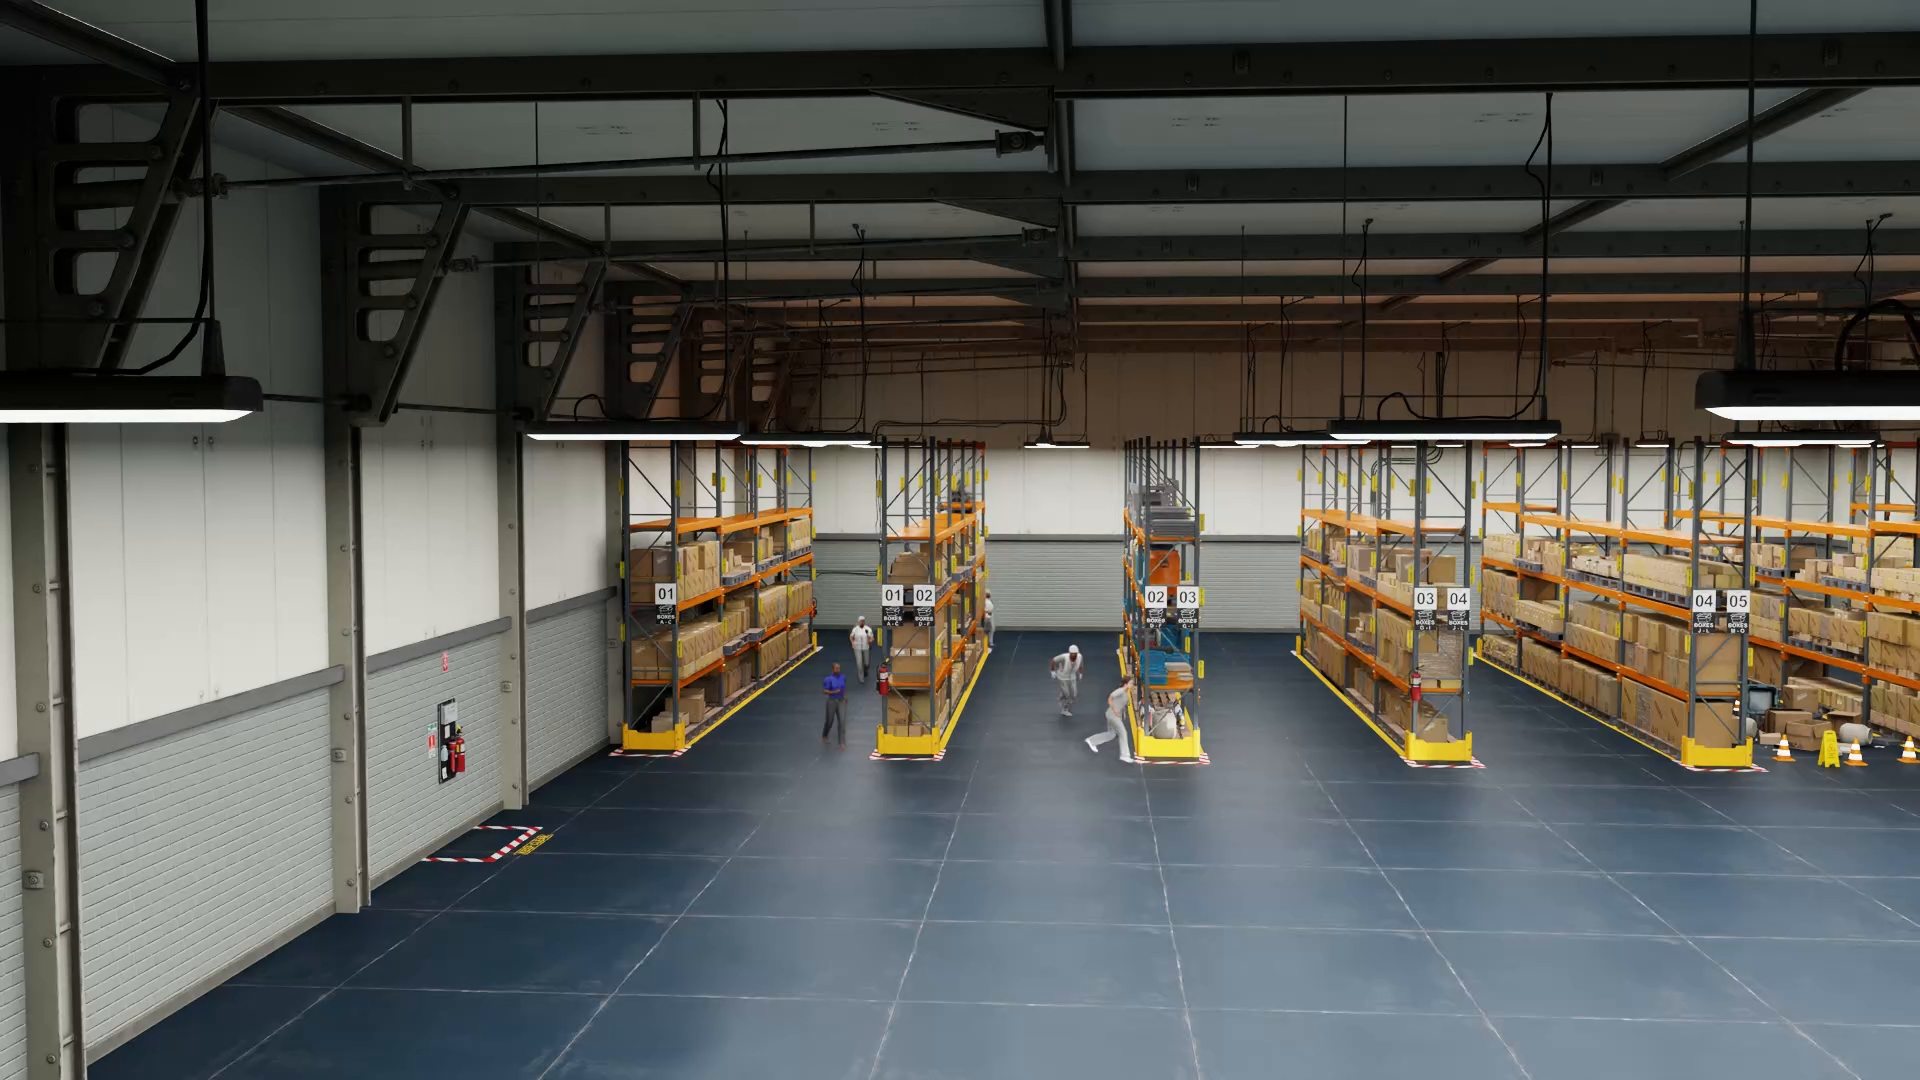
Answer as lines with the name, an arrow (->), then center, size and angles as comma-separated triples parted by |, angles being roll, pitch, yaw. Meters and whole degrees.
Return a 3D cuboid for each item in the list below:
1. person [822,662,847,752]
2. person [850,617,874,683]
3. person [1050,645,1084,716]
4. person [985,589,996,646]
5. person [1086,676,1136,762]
person -> -2.400, 3.163, 31.886 | 0.566, 1.663, 0.929 | -1, 3, -25
person -> -2.436, 2.705, 41.252 | 0.603, 1.625, 0.598 | 0, 3, -5
person -> 2.302, 3.022, 35.811 | 0.711, 1.583, 0.871 | -1, 3, -19
person -> 0.761, 2.286, 49.131 | 0.695, 1.697, 0.563 | 2, 4, 35
person -> 2.770, 3.298, 30.726 | 0.954, 1.625, 0.581 | 2, 3, 28
